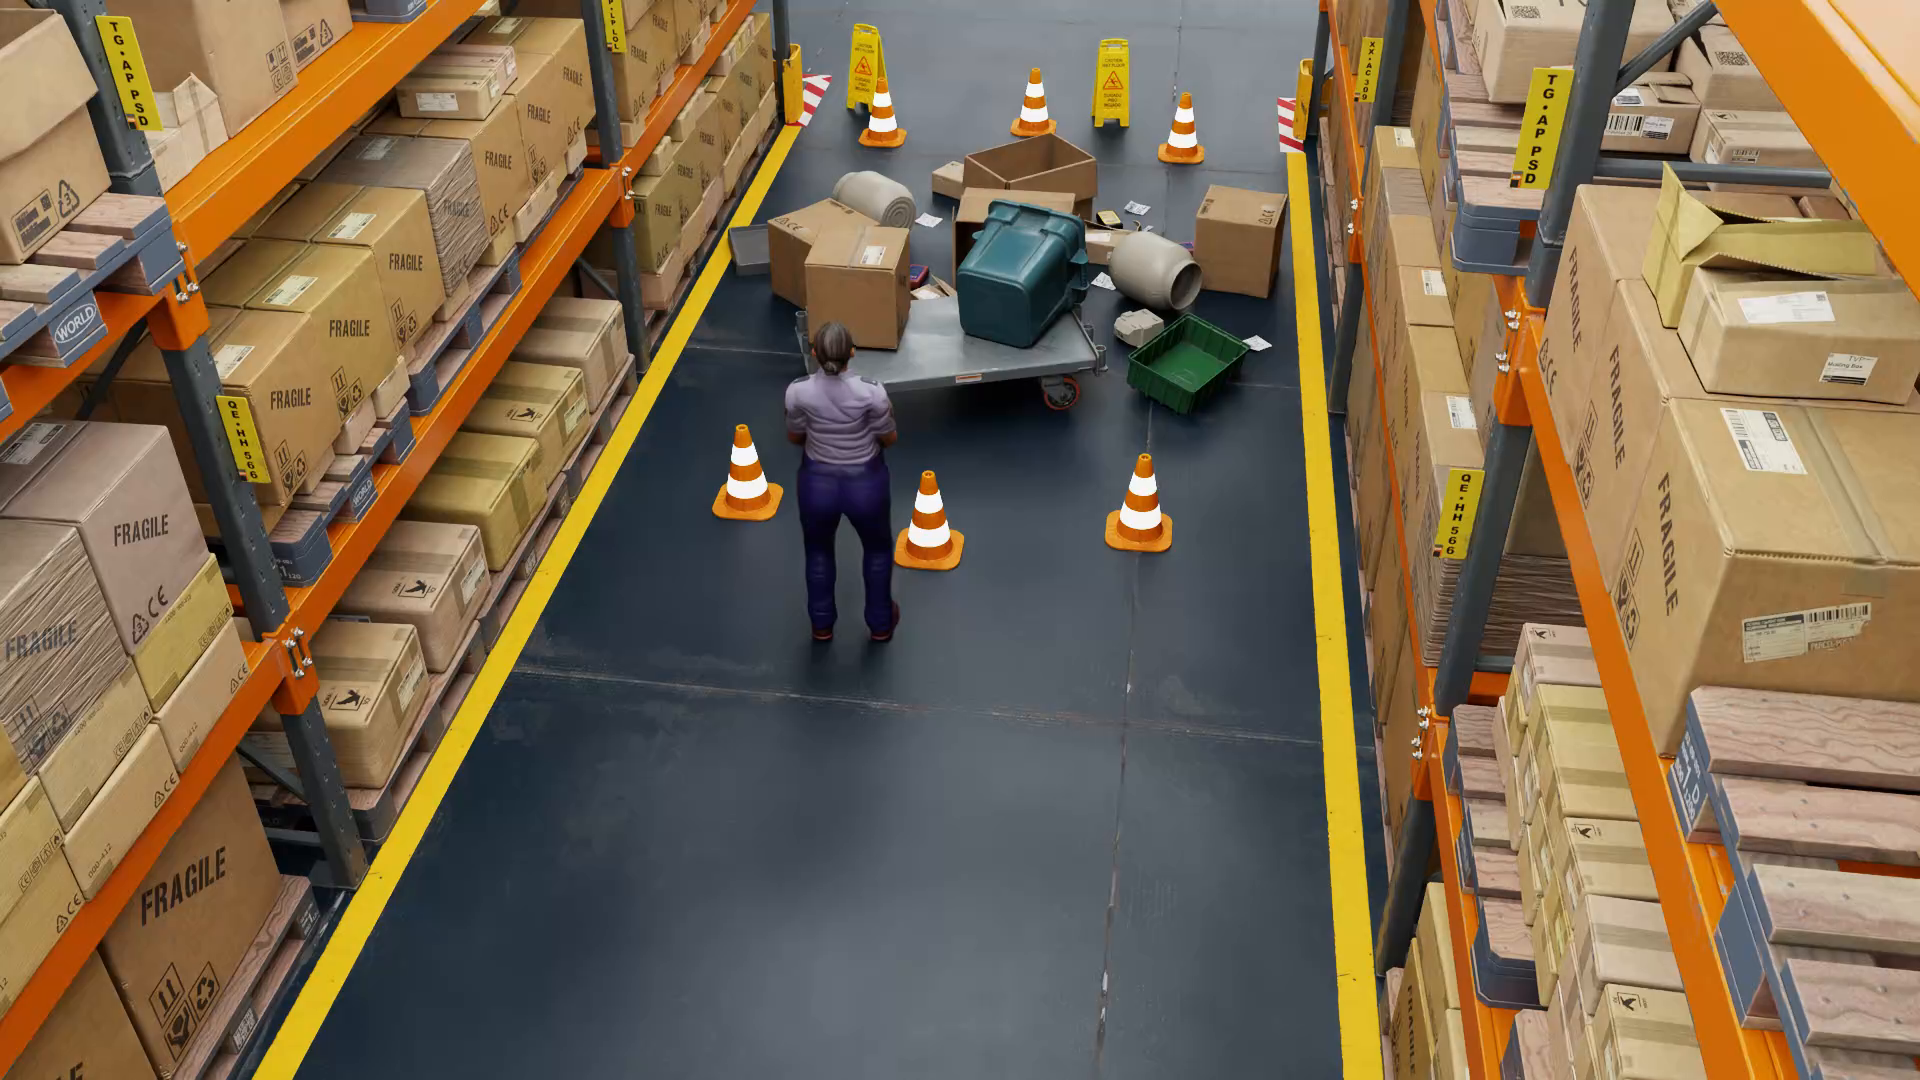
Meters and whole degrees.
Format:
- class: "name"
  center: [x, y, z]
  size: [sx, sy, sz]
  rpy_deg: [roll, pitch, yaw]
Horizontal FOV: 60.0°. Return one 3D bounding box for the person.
- class: "person"
  center: [-0.511, -0.290, 7.439]
  size: [0.480, 1.652, 0.469]
  rpy_deg: [2, 36, 3]
